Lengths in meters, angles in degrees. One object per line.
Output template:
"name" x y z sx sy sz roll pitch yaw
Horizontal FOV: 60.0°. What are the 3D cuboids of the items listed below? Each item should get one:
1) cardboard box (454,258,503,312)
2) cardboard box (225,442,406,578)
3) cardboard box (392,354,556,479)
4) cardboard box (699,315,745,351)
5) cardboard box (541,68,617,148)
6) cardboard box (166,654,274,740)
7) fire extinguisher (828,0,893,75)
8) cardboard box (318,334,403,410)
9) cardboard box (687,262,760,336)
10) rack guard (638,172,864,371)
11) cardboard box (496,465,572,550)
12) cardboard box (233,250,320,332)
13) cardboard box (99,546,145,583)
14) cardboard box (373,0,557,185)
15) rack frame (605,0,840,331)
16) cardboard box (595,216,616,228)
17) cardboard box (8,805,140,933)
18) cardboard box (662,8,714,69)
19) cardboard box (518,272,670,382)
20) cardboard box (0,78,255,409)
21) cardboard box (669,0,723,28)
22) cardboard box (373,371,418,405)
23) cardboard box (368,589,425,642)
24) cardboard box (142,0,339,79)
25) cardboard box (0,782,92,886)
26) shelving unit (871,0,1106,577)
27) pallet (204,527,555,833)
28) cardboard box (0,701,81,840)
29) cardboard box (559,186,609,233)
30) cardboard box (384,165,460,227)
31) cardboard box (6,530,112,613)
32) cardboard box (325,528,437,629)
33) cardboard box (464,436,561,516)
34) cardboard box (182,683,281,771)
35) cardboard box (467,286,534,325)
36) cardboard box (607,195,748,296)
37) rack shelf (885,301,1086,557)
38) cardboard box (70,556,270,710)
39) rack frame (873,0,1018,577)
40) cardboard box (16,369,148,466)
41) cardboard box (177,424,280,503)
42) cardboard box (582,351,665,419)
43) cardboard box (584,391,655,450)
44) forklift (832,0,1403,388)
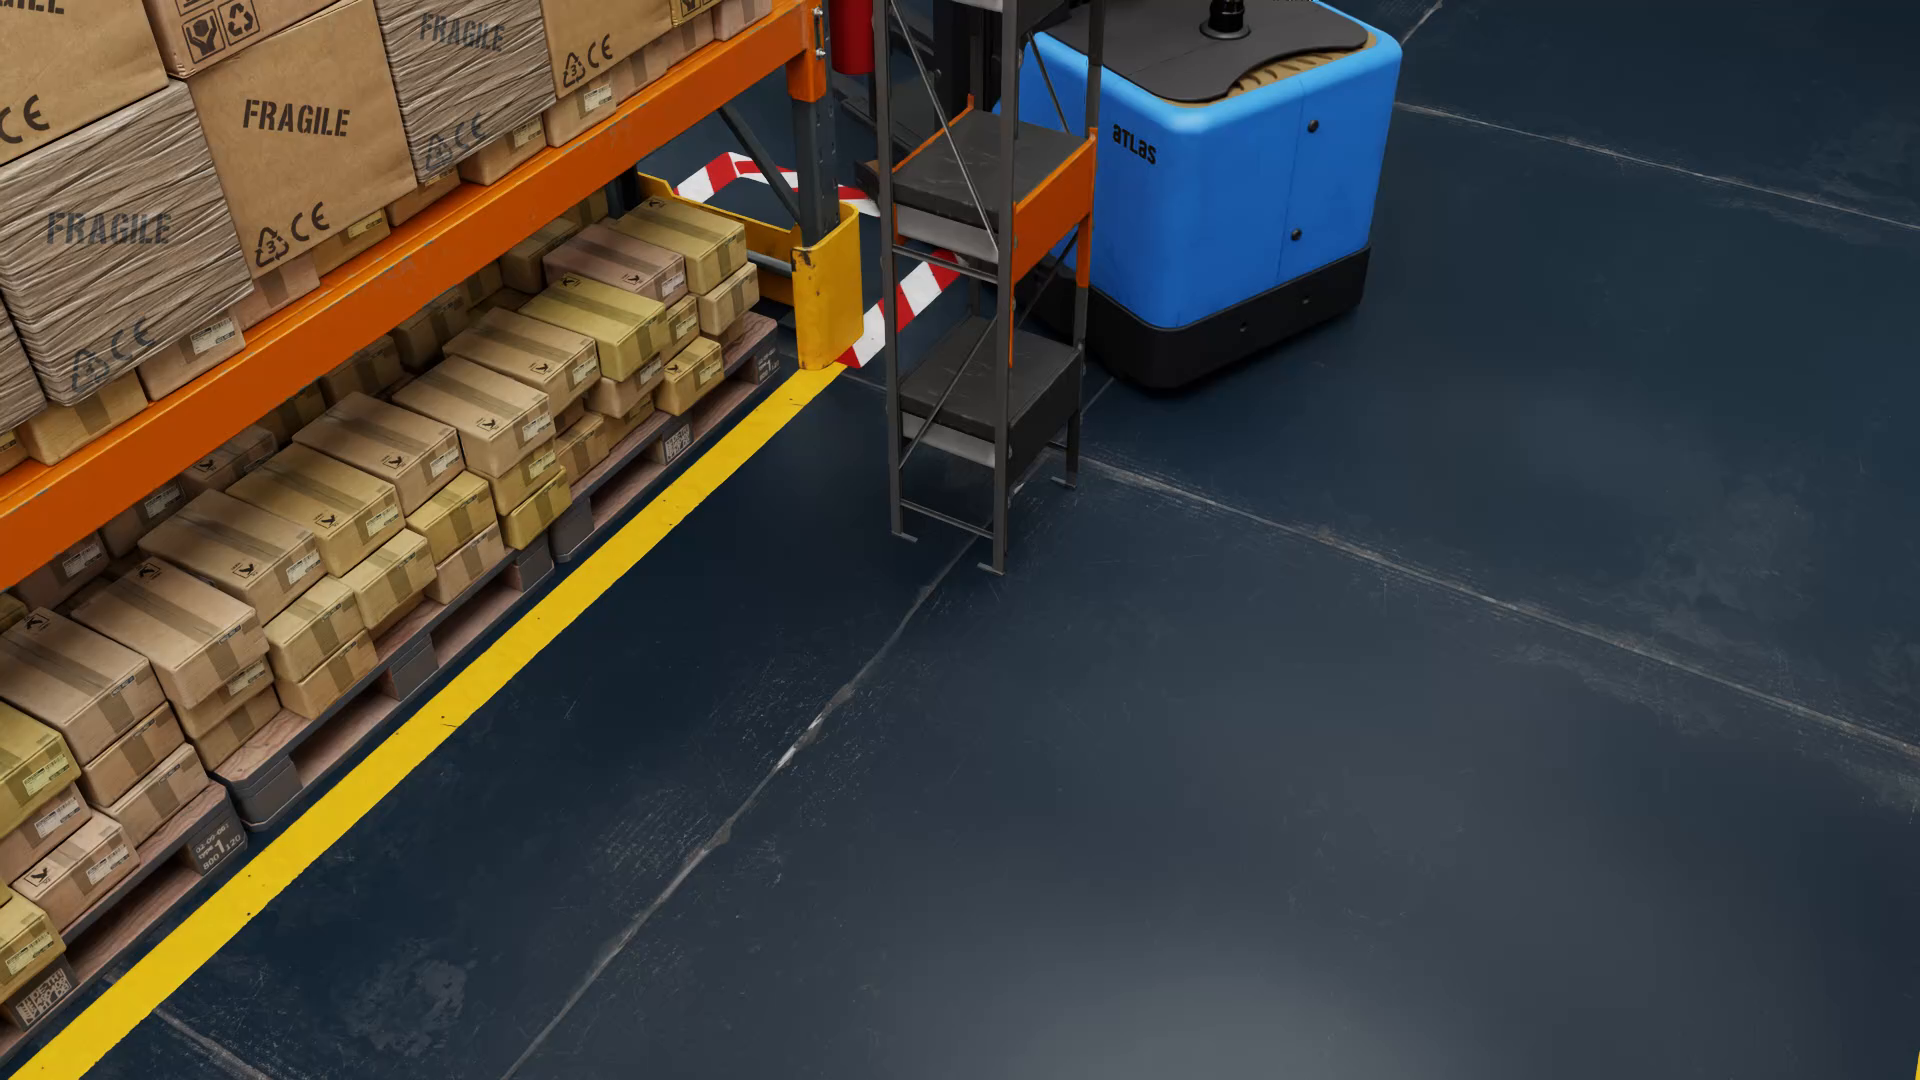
"cardboard box" -1.710 -0.873 5.361 0.380 0.149 0.250 21 45 22
"cardboard box" -1.729 -0.085 4.466 0.380 0.149 0.250 21 46 22
"cardboard box" -1.394 -0.359 4.777 0.380 0.149 0.250 23 46 24
"cardboard box" -0.966 -0.766 5.690 0.380 0.149 0.250 22 46 23
"cardboard box" -1.178 -1.242 4.581 0.380 0.149 0.250 22 46 23
"cardboard box" -1.991 0.310 4.242 0.380 0.149 0.250 23 46 24
"fire extinguisher" -0.357 -1.871 5.446 0.296 0.674 0.183 21 45 22
"cardboard box" -1.909 -0.548 4.992 0.380 0.149 0.250 23 46 24
"cardboard box" -0.900 -0.852 5.562 0.380 0.149 0.250 20 45 21
"rack guard" -0.921 -1.067 6.083 1.175 0.500 0.348 21 45 22
"cardboard box" -1.399 -0.151 4.991 0.380 0.149 0.250 19 45 20
"cardboard box" -1.749 -0.658 3.917 0.380 0.149 0.250 23 46 24
"cardboard box" -2.286 0.027 4.564 0.380 0.149 0.250 19 45 20
"cardboard box" -1.393 -1.269 4.121 0.500 0.500 0.500 21 46 22
"rack frame" -0.883 -2.049 5.307 1.000 3.000 0.127 21 45 22
"cardboard box" -1.367 -1.033 5.768 0.380 0.149 0.250 23 46 24
"cardboard box" -2.212 0.739 3.981 0.380 0.149 0.250 21 45 22
"cardboard box" -0.958 -1.544 4.924 0.380 0.149 0.250 21 45 22
"cardboard box" -1.123 -0.658 5.117 0.380 0.149 0.250 20 45 21
"cardboard box" -1.894 -0.671 3.441 0.500 0.500 0.500 20 45 21
"cardboard box" -0.885 -1.856 4.787 0.500 0.500 0.500 22 46 23
"cardboard box" -1.872 -0.432 5.085 0.380 0.149 0.250 19 45 20
"cardboard box" -1.745 0.119 4.685 0.380 0.149 0.250 22 46 23
"cardboard box" -1.664 -1.335 3.439 0.500 0.500 0.500 19 45 21
"cardboard box" -2.286 0.613 3.898 0.380 0.149 0.250 21 45 22
"shelving unit" 0.083 -0.883 4.664 0.431 2.100 0.503 21 45 22
"pallet" -1.970 0.190 4.875 1.003 0.211 1.213 21 45 22
"cardboard box" -2.260 0.502 3.800 0.380 0.149 0.250 20 45 21
"cardboard box" -1.439 -1.172 5.701 0.380 0.149 0.250 19 45 20
"cardboard box" -1.522 -0.966 4.268 0.380 0.149 0.250 19 45 20
"cardboard box" -2.467 0.027 4.339 0.380 0.149 0.250 19 45 20
"cardboard box" -1.665 0.054 4.533 0.380 0.149 0.250 21 46 22
"cardboard box" -1.406 -0.253 4.882 0.380 0.149 0.250 22 46 23
"cardboard box" -2.023 0.411 4.353 0.380 0.149 0.250 19 45 20
"cardboard box" -1.599 -0.726 5.419 0.380 0.149 0.250 21 46 23
"cardboard box" -0.928 -0.973 5.474 0.380 0.149 0.250 21 46 23
"rack shelf" 0.083 -0.347 5.135 0.431 0.518 0.480 21 45 22
"cardboard box" -1.951 0.226 4.113 0.380 0.149 0.250 22 46 23
"rack frame" -0.039 -0.743 4.505 0.400 2.100 0.015 21 45 22
"cardboard box" -1.983 -0.338 3.554 0.380 0.149 0.250 22 46 23
"cardboard box" -2.124 -0.237 4.639 0.380 0.149 0.250 21 46 22
"cardboard box" -1.158 -0.554 5.223 0.380 0.149 0.250 19 45 20
"cardboard box" -1.214 -0.463 5.345 0.380 0.149 0.250 21 45 22
"forklift" 0.228 -2.556 5.935 1.130 2.935 3.031 -25 47 -26
